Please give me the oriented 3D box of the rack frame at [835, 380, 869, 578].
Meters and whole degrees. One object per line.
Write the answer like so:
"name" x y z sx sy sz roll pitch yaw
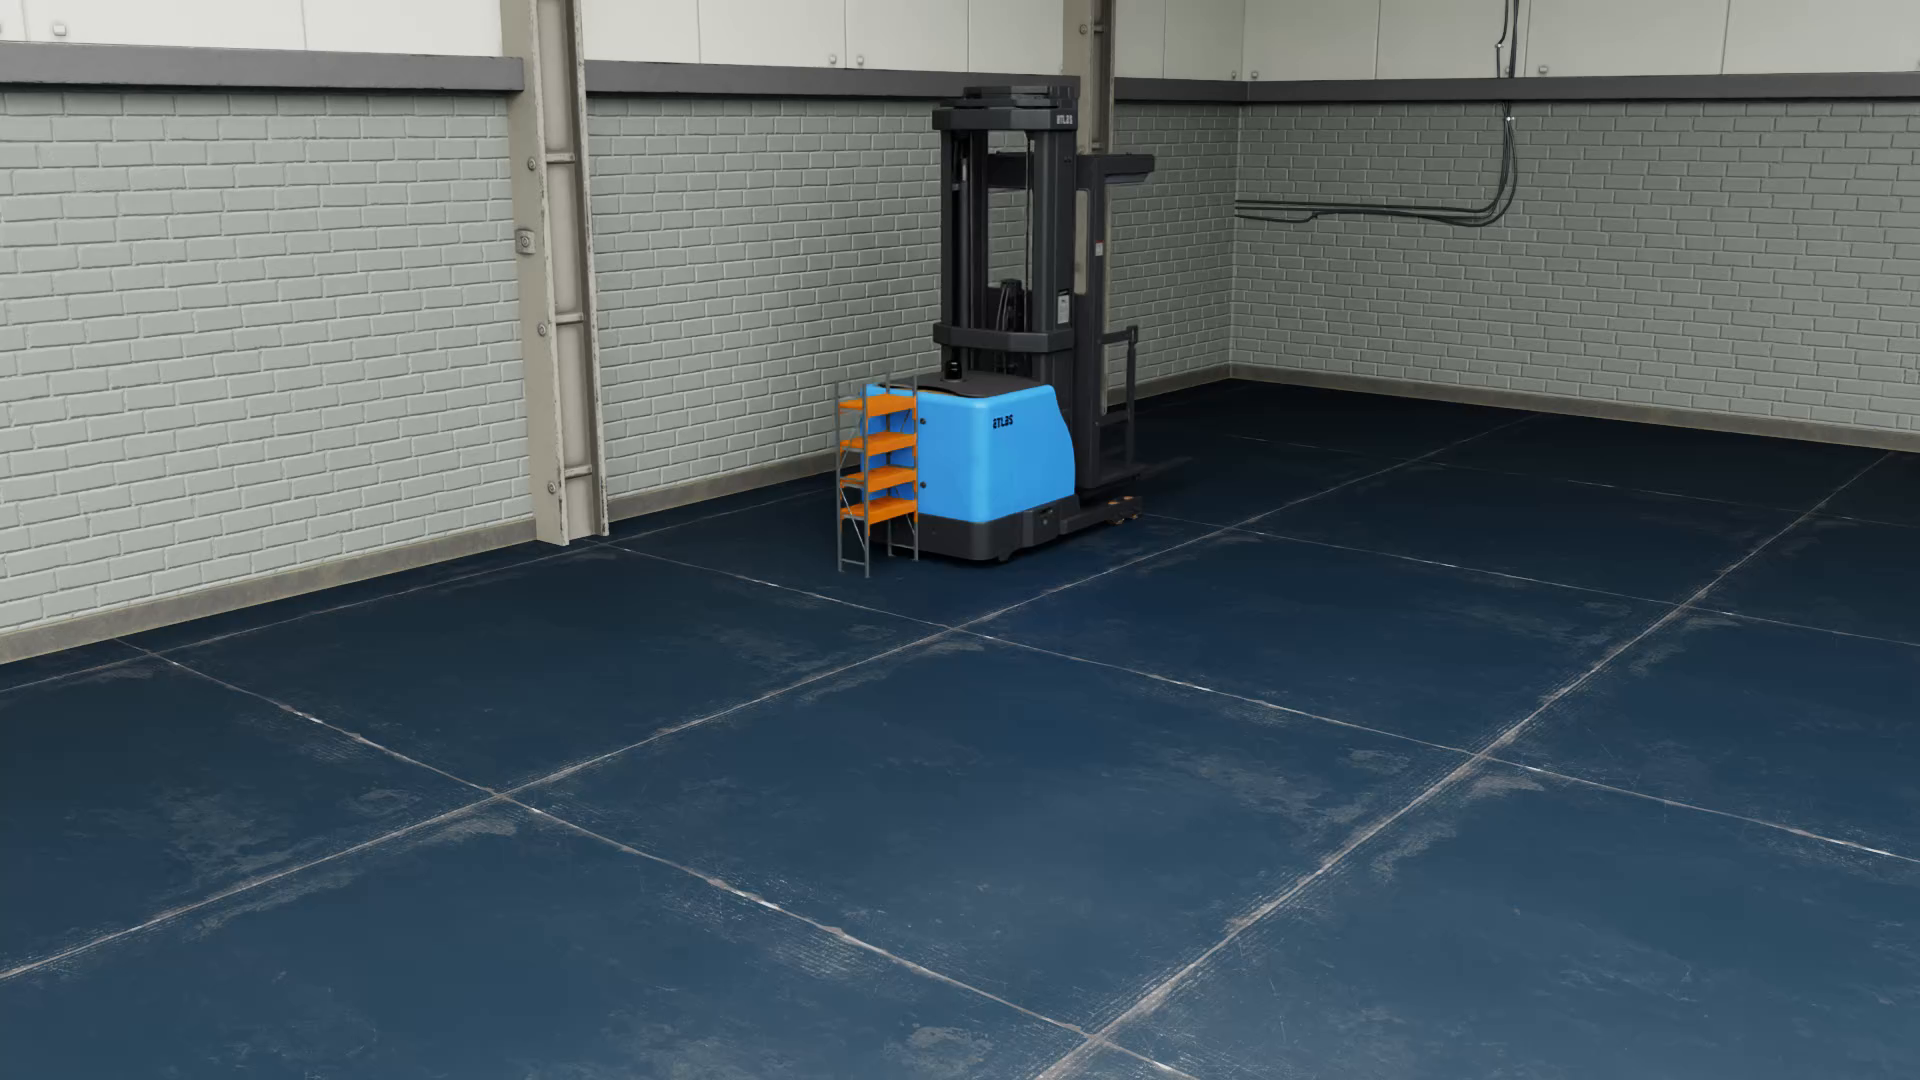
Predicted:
"rack frame" -0.657 -0.365 10.124 0.240 1.200 0.015 10 18 35

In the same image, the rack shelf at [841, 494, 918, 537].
"rack shelf" -0.511 -0.156 10.379 0.258 0.148 0.480 10 18 35

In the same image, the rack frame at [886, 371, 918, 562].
"rack frame" -0.366 -0.462 10.503 0.240 1.200 0.015 10 18 35

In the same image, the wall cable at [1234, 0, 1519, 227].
"wall cable" 4.035 -4.388 16.427 3.097 2.526 0.112 11 18 38

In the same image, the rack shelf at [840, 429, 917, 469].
"rack shelf" -0.511 -0.565 10.275 0.258 0.148 0.480 10 18 35

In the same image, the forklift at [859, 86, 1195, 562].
"forklift" 0.624 -1.589 11.424 1.130 2.935 3.031 10 18 35

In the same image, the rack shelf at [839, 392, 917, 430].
"rack shelf" -0.511 -0.794 10.217 0.258 0.148 0.480 10 18 35

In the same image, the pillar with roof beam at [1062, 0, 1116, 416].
"pillar with roof beam" 4.504 -4.867 12.007 9.100 9.000 0.400 11 18 38

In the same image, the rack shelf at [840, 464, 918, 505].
"rack shelf" -0.511 -0.348 10.330 0.258 0.148 0.480 10 18 35

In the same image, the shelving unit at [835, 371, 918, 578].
"shelving unit" -0.511 -0.413 10.313 0.258 1.200 0.503 10 18 35

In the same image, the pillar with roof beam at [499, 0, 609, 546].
"pillar with roof beam" 0.733 -3.718 7.484 9.100 9.000 0.400 11 18 38
